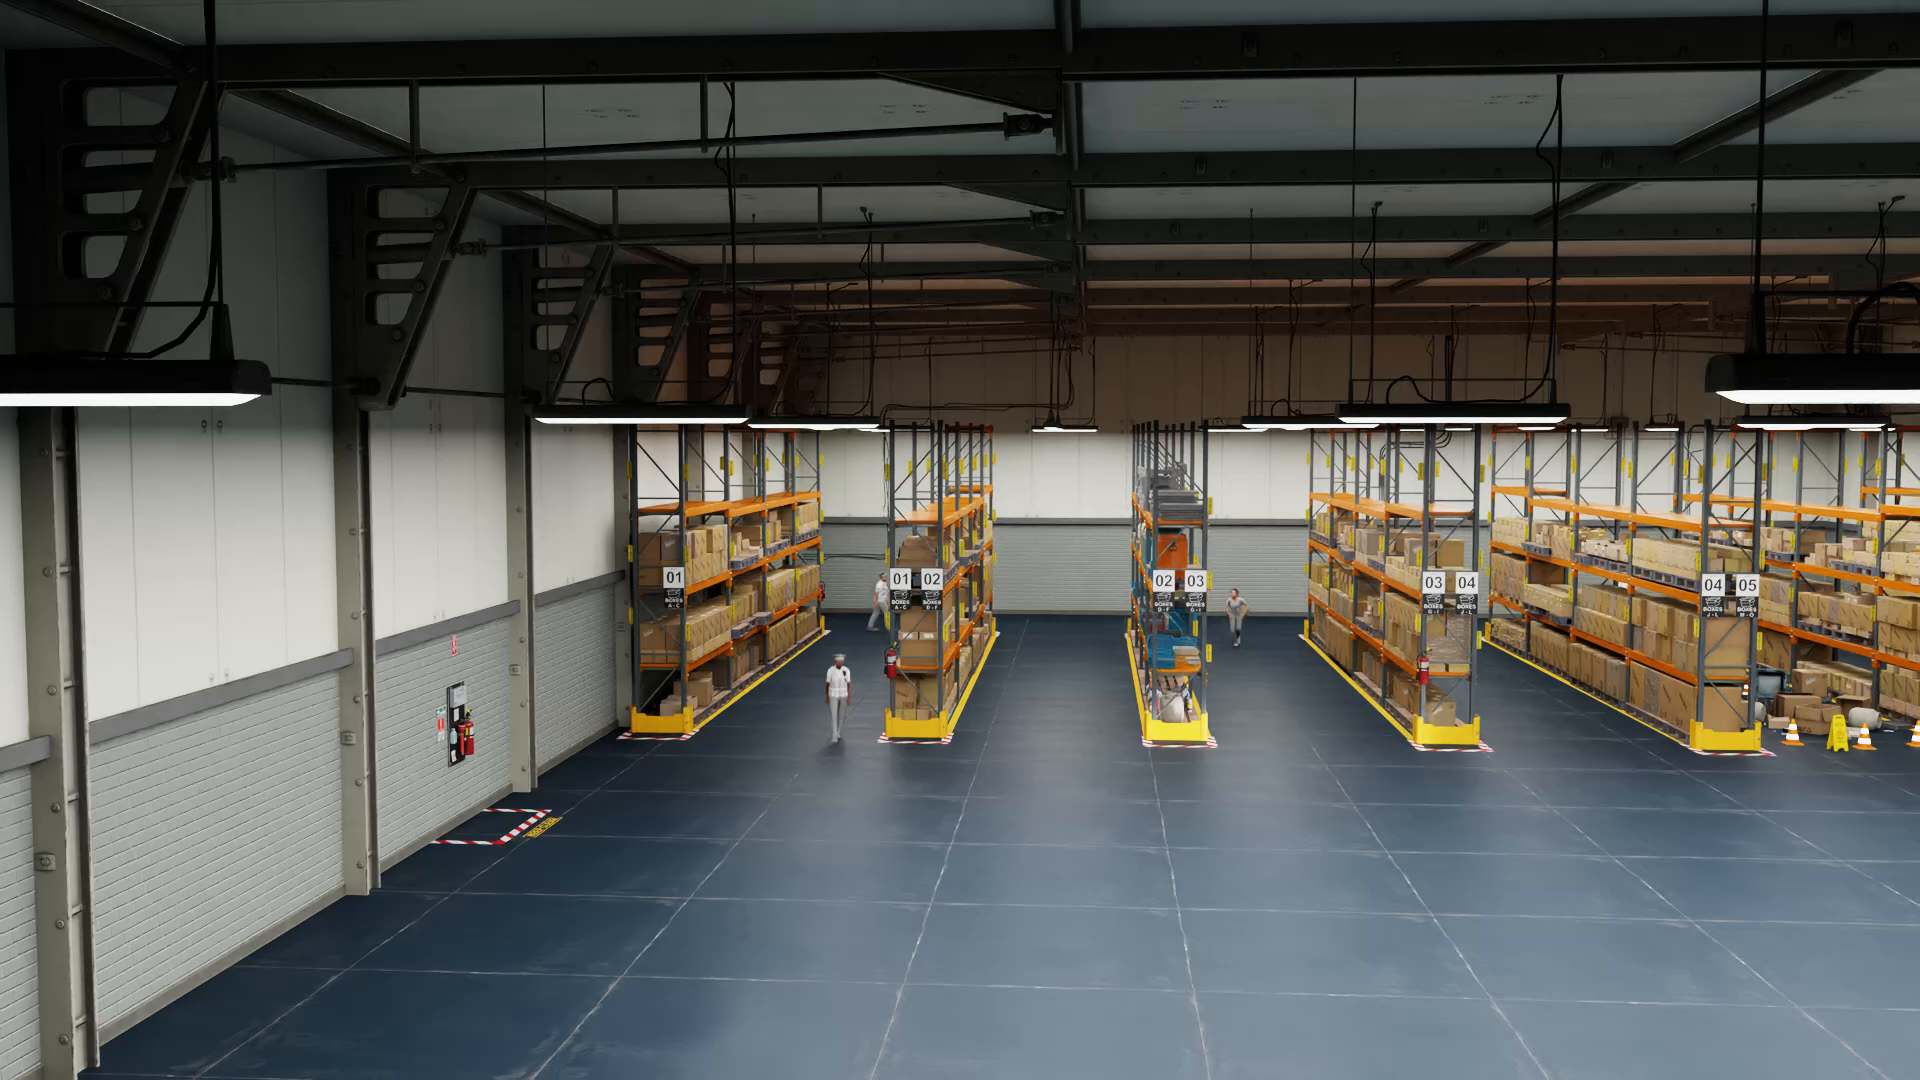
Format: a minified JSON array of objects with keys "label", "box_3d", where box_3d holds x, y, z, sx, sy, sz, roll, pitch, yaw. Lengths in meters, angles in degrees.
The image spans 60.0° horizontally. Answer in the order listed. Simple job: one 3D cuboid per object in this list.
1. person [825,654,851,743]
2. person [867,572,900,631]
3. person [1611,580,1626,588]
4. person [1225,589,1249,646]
[{"label":"person","box_3d":[-2.272,2.926,30.967,0.506,1.623,0.959,-1,4,-21]},{"label":"person","box_3d":[-2.227,1.775,48.403,0.974,1.715,0.510,-1,4,-11]},{"label":"person","box_3d":[19.365,1.760,48.934,0.996,1.733,0.579,0,4,-6]},{"label":"person","box_3d":[7.496,2.098,44.990,0.615,1.565,0.686,1,4,13]}]
